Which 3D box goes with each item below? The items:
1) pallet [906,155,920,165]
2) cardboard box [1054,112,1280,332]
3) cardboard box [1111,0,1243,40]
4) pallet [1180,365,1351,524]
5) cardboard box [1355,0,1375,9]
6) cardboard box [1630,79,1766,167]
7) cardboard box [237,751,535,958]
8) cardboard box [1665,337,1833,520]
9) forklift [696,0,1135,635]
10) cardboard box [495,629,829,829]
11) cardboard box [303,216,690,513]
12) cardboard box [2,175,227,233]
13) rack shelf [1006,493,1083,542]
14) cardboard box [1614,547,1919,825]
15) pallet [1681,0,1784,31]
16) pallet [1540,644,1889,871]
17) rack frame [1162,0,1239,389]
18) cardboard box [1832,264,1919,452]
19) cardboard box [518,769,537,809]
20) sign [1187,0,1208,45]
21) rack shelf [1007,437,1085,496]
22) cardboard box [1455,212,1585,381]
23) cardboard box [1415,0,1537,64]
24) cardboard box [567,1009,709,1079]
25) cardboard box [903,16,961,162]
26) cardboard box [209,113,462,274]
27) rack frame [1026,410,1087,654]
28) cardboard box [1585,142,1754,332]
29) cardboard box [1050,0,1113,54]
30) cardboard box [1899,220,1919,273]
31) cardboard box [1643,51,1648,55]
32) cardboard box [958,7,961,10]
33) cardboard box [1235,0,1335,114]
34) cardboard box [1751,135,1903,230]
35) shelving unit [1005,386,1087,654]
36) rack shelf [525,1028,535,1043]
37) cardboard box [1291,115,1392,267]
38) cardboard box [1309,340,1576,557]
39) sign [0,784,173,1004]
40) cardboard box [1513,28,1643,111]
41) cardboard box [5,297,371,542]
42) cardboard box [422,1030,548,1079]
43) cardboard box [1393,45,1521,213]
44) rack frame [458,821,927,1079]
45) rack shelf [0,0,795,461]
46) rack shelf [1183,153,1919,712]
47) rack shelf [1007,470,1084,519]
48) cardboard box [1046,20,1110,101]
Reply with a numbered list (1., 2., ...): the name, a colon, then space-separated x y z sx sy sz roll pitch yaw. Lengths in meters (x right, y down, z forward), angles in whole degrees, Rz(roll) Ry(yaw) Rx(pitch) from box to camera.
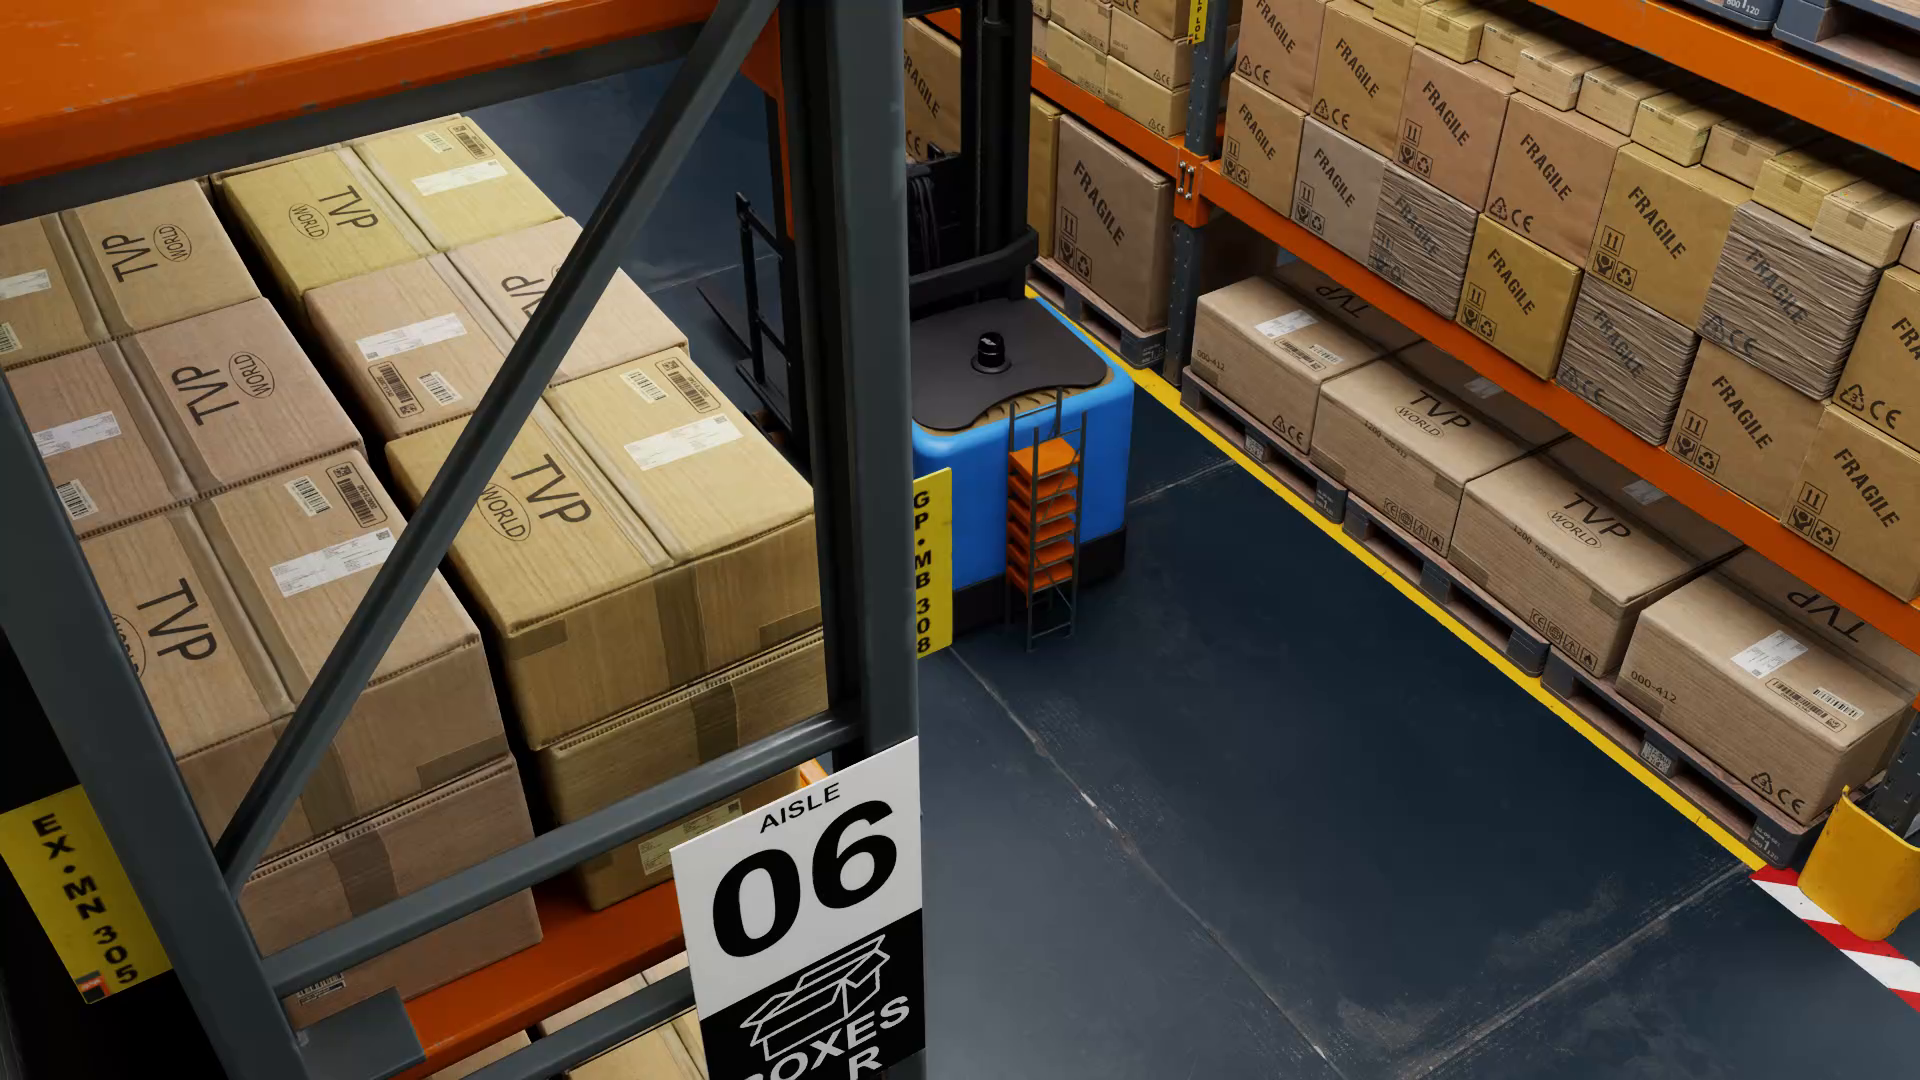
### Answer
1. pallet: 0.382 -2.129 10.140 1.003 0.211 1.213 -22 45 -24
2. cardboard box: 1.119 -1.803 8.902 0.875 0.875 0.875 -21 44 -23
3. cardboard box: 1.068 -2.728 7.821 0.500 0.500 0.500 -21 44 -23
4. pallet: 1.863 -0.642 8.355 1.003 0.211 1.213 -22 45 -24
5. cardboard box: 1.795 -2.306 6.809 0.380 0.149 0.250 -23 45 -25
6. cardboard box: 2.577 -1.458 5.791 0.380 0.149 0.250 -21 44 -23
7. cardboard box: -0.981 0.364 2.512 0.500 0.250 0.500 -23 45 -25
8. cardboard box: 2.931 -0.475 5.899 0.500 0.500 0.500 -23 45 -25
9. forklift: -0.416 -1.635 7.422 1.130 2.935 3.031 -20 44 -22
10. cardboard box: -0.520 0.176 2.737 0.500 0.250 0.500 -23 45 -25
11. cardboard box: -0.797 -0.289 2.905 0.500 0.250 0.500 -23 45 -25
12. cardboard box: -1.798 -0.661 3.351 0.500 0.250 0.500 -22 45 -24
13. rack shelf: 0.346 -0.118 6.837 0.258 0.103 0.180 -20 44 -22
14. cardboard box: 3.232 0.510 6.469 0.875 0.438 0.875 -24 45 -26
15. pallet: 2.603 -2.166 5.732 1.003 0.211 1.213 -22 45 -24
16. pallet: 3.175 0.675 6.775 1.003 0.211 1.213 -22 45 -24
17. rack frame: 1.520 -2.151 7.988 1.000 3.000 0.127 -22 45 -24
18. cardboard box: 3.211 -0.592 5.259 0.500 0.500 0.500 -21 44 -23
19. cardboard box: -0.650 0.279 2.926 0.380 0.149 0.250 -21 44 -24
20. sign: 1.068 -2.373 7.412 0.100 0.325 0.005 -22 45 -24
21. rack shelf: 0.346 -0.303 6.683 0.258 0.103 0.180 -20 44 -22
22. cardboard box: 2.358 -1.024 6.557 0.500 0.500 0.500 -21 44 -23
23. cardboard box: 1.996 -1.998 6.438 0.380 0.149 0.250 -23 45 -26
24. cardboard box: -0.529 1.325 3.702 0.500 0.250 0.500 -22 45 -24
25. cardboard box: 0.147 -2.770 10.063 0.875 0.875 0.875 -22 44 -24
26. cardboard box: -1.361 -0.827 3.550 0.500 0.250 0.500 -21 44 -23
27. rack frame: 0.391 -0.009 6.824 0.240 1.200 0.006 -20 44 -22
28. cardboard box: 2.642 -1.132 5.907 0.500 0.500 0.500 -22 45 -25
29. cardboard box: 0.803 -2.706 8.381 0.500 0.250 0.500 -21 44 -23
30. cardboard box: 3.152 -0.917 5.141 0.380 0.149 0.250 -21 44 -24
31. cardboard box: 2.733 -1.926 6.353 0.380 0.149 0.250 -22 45 -24
32. cardboard box: 0.257 -3.080 9.220 0.500 0.250 0.500 -22 45 -24
33. cardboard box: 1.572 -2.233 7.227 0.500 0.500 0.500 -22 45 -24
34. cardboard box: 2.842 -1.177 5.454 0.380 0.149 0.250 -21 44 -23
35. shelving unit: 0.346 -0.060 6.885 0.258 1.200 0.189 -20 44 -22
36. rack shelf: -1.587 0.916 4.870 1.077 0.370 4.000 -22 45 -24
37. cardboard box: 1.819 -1.573 7.216 0.500 0.500 0.500 -22 45 -24
38. cardboard box: 2.249 -0.469 7.643 0.875 0.438 0.875 -24 45 -26
39. sign: -0.991 0.407 1.884 0.100 0.325 0.005 -22 45 -24
40. cardboard box: 2.274 -1.734 6.122 0.380 0.149 0.250 -22 45 -24
41. cardboard box: -1.266 -0.107 2.686 0.500 0.250 0.500 -24 45 -26
42. cardboard box: -1.259 1.227 3.819 0.500 0.250 0.500 -22 45 -24
43. cardboard box: 2.104 -1.677 6.561 0.500 0.500 0.500 -21 44 -24
44. rack frame: -0.512 1.719 3.344 1.000 3.000 0.127 -22 45 -24
45. rack shelf: -1.587 -1.388 2.950 1.077 0.370 4.000 -22 45 -24
46. rack shelf: 2.596 -0.795 6.922 1.077 0.370 4.000 -22 45 -24
47. rack shelf: 0.346 -0.210 6.760 0.258 0.103 0.180 -20 44 -22
48. cardboard box: 0.794 -2.524 8.552 0.500 0.250 0.500 -23 45 -25
